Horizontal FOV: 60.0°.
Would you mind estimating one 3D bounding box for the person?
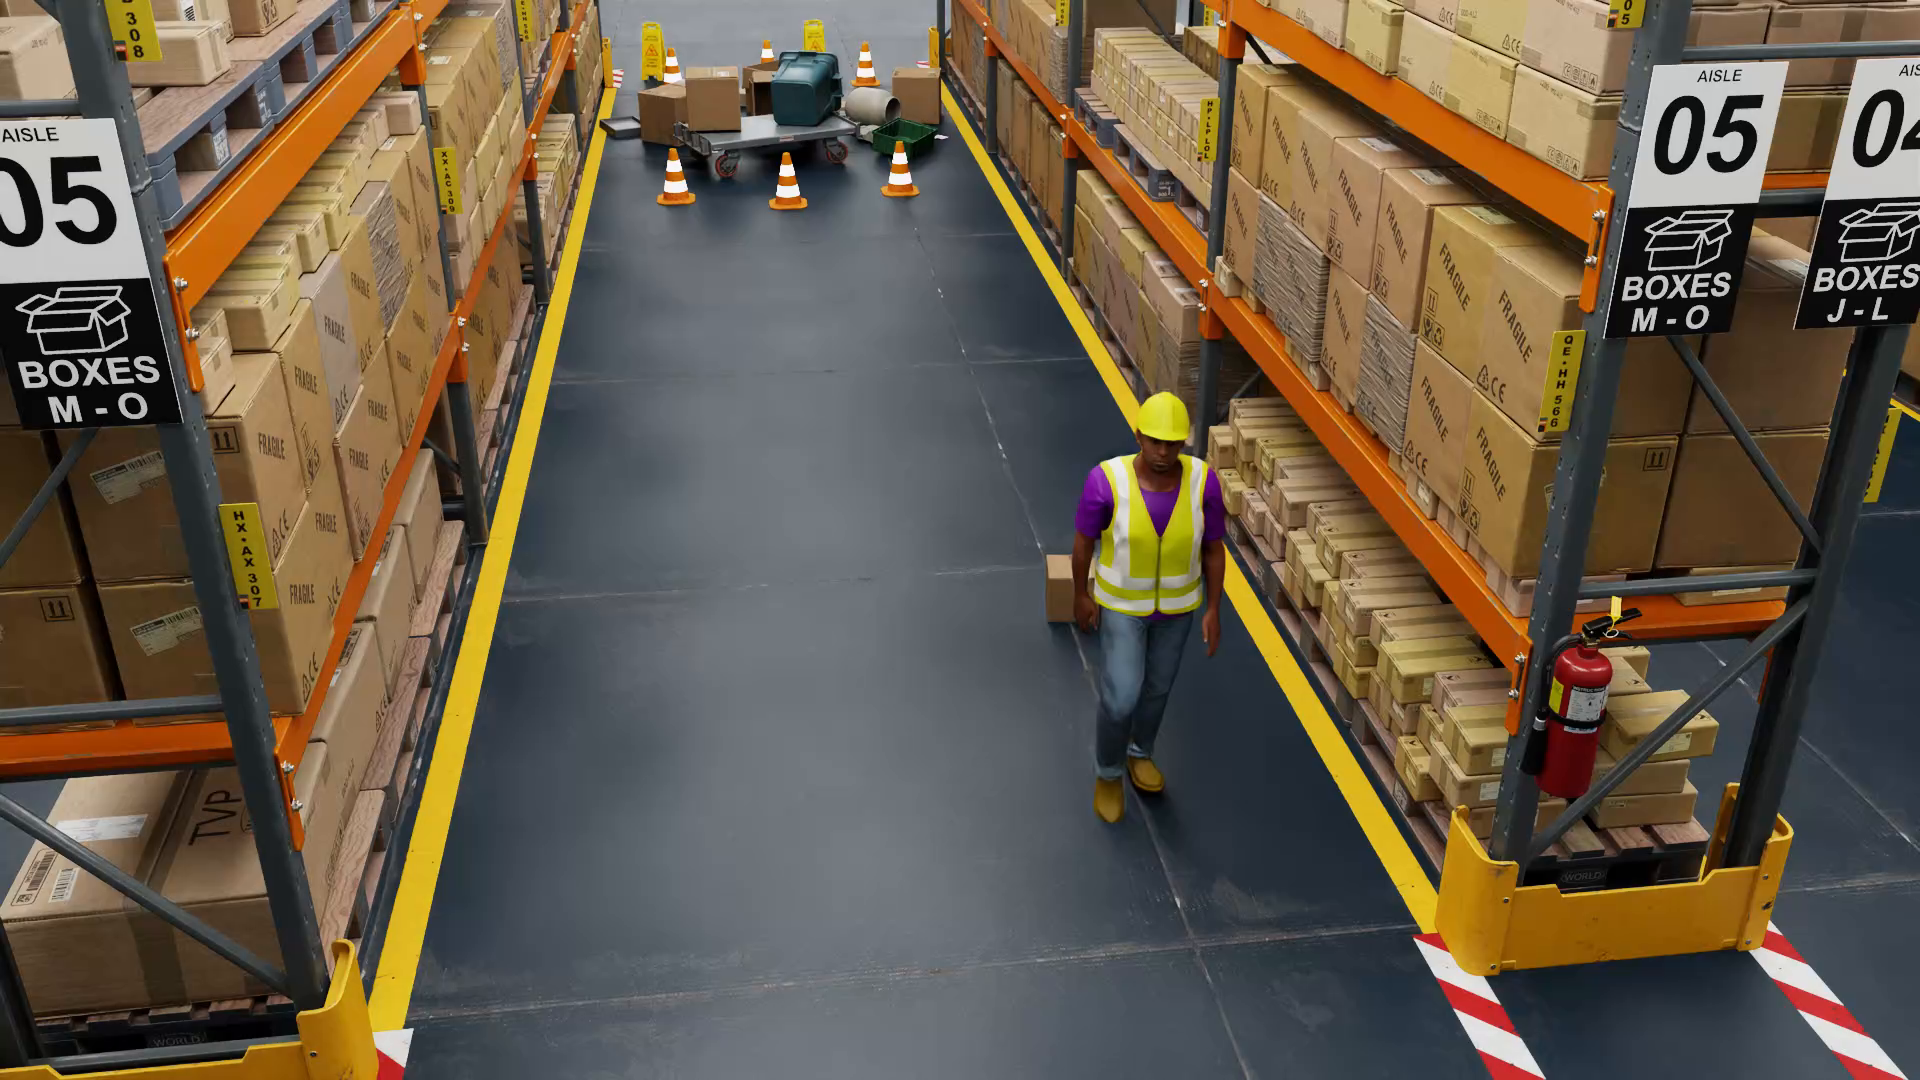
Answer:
[{"bbox_3d":[0.743,0.283,6.538,0.581,1.814,0.509,-4,27,-7],"label":"person"}]
